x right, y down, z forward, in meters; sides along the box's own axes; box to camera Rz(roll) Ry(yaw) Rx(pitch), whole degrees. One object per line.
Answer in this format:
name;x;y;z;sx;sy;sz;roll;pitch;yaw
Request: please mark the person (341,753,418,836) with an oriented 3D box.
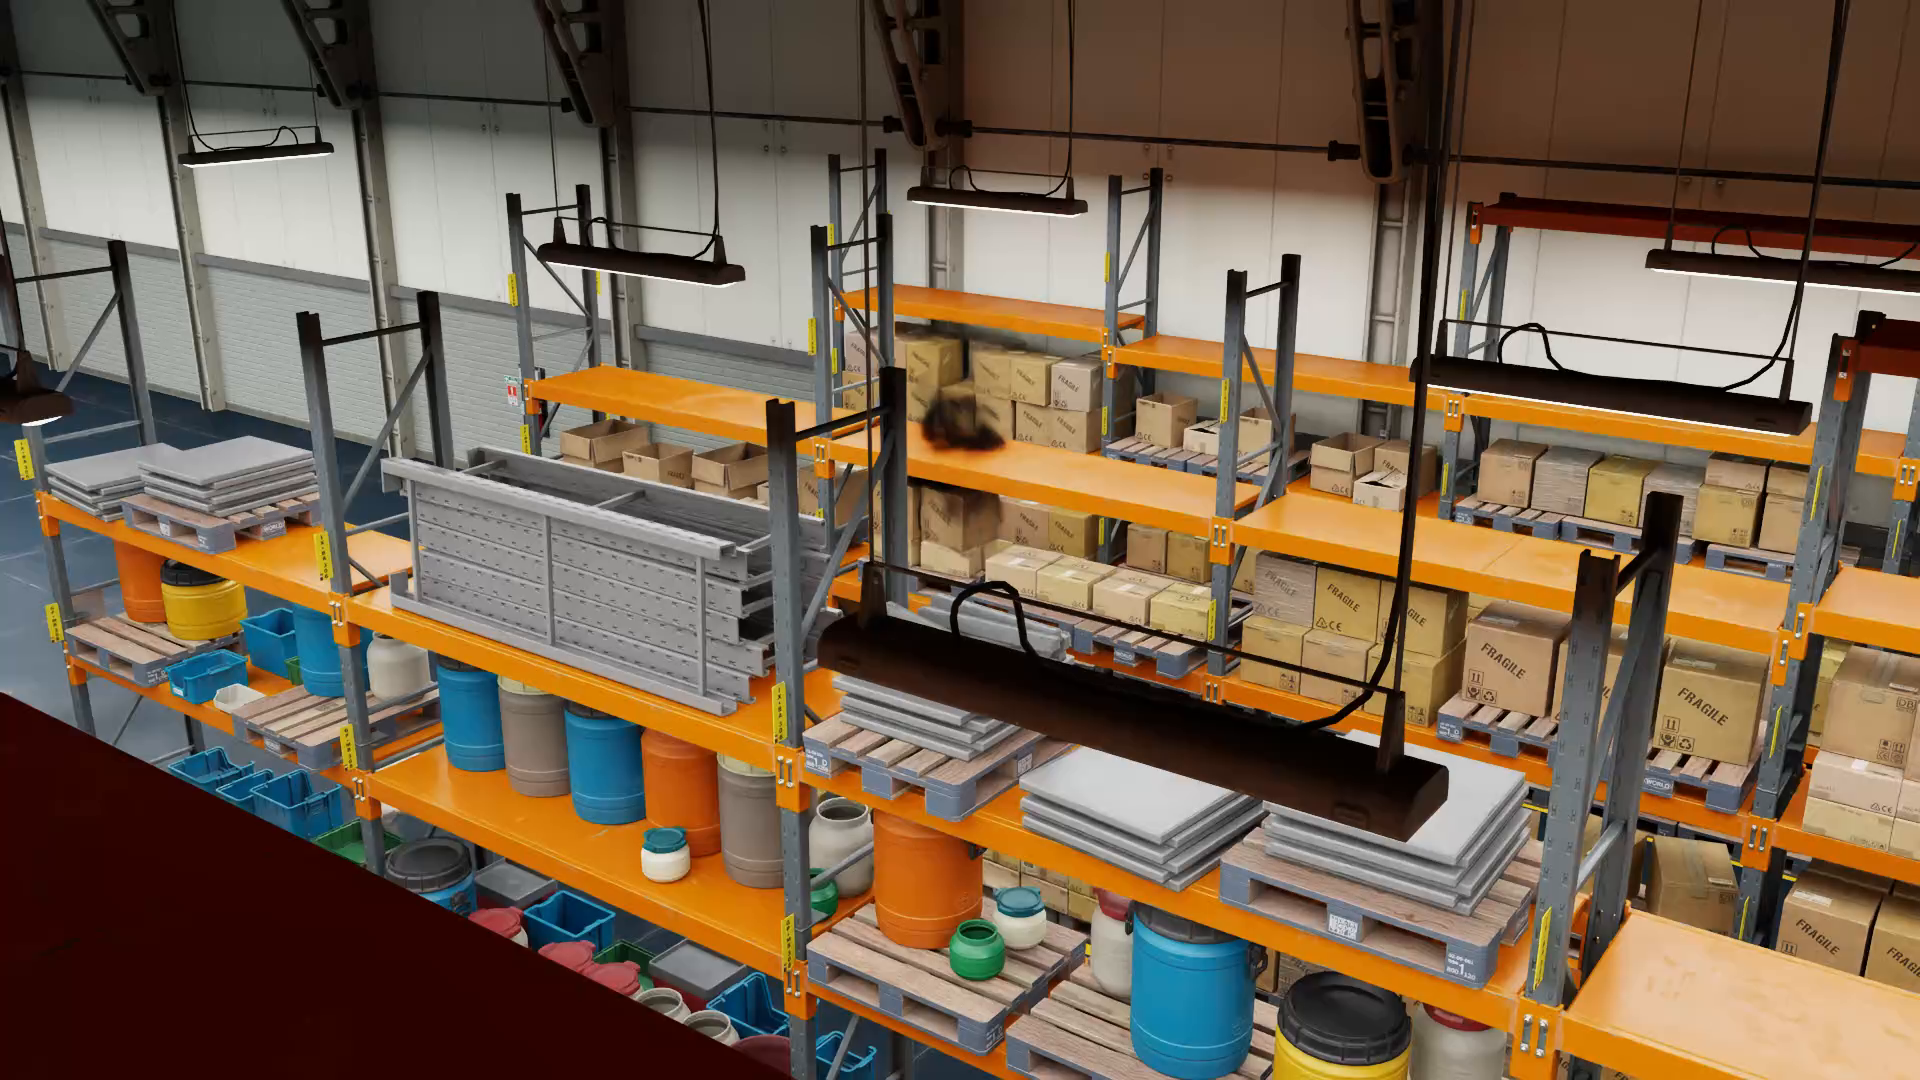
person;-5.211;2.451;15.067;0.839;1.801;0.606;9;20;24
